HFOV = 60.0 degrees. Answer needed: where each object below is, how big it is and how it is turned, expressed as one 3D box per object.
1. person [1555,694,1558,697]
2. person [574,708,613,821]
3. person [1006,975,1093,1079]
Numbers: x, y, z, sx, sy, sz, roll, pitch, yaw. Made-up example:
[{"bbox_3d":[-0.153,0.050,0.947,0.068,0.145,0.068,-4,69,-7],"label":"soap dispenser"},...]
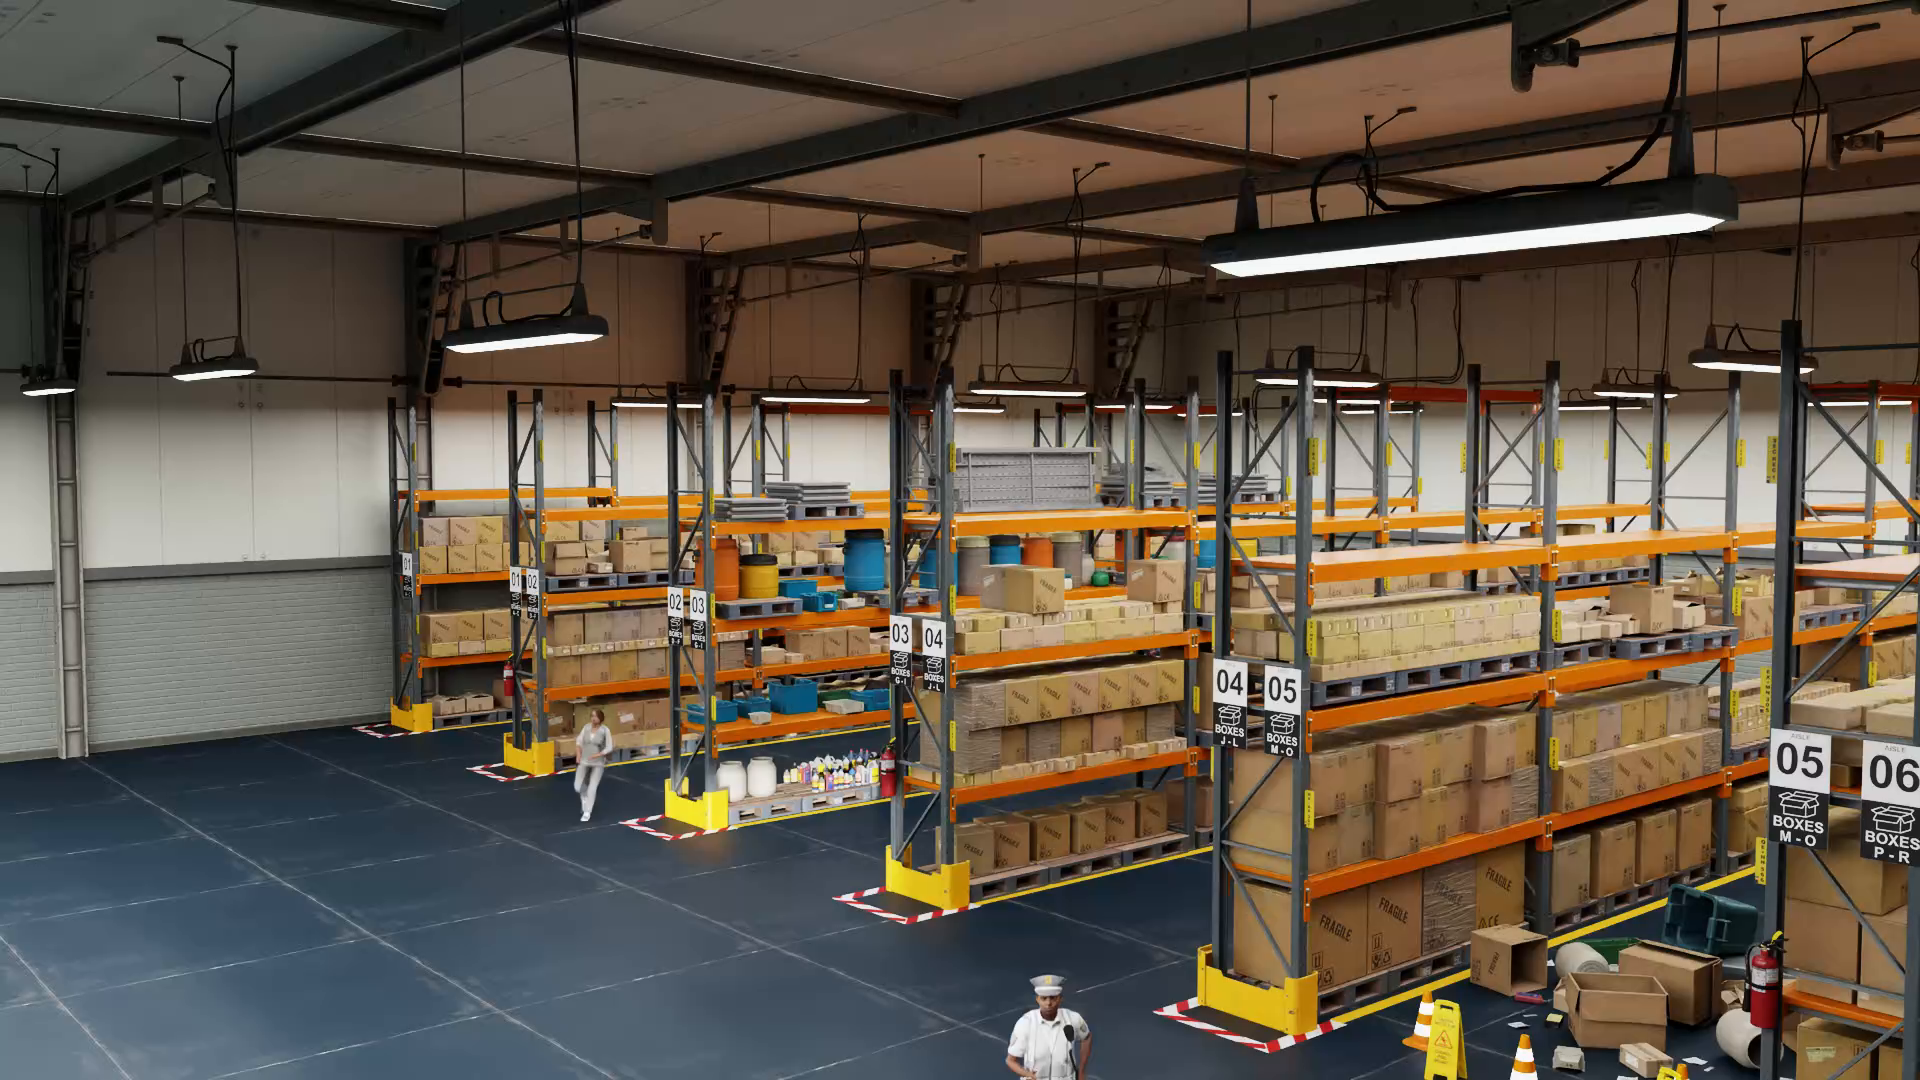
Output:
[{"bbox_3d":[8.039,2.948,22.677,0.940,1.767,0.667,-3,4,-41],"label":"person"},{"bbox_3d":[-5.022,3.070,22.763,0.540,1.540,0.491,0,3,2],"label":"person"},{"bbox_3d":[0.586,3.670,10.914,0.576,1.721,0.916,0,3,3],"label":"person"}]
